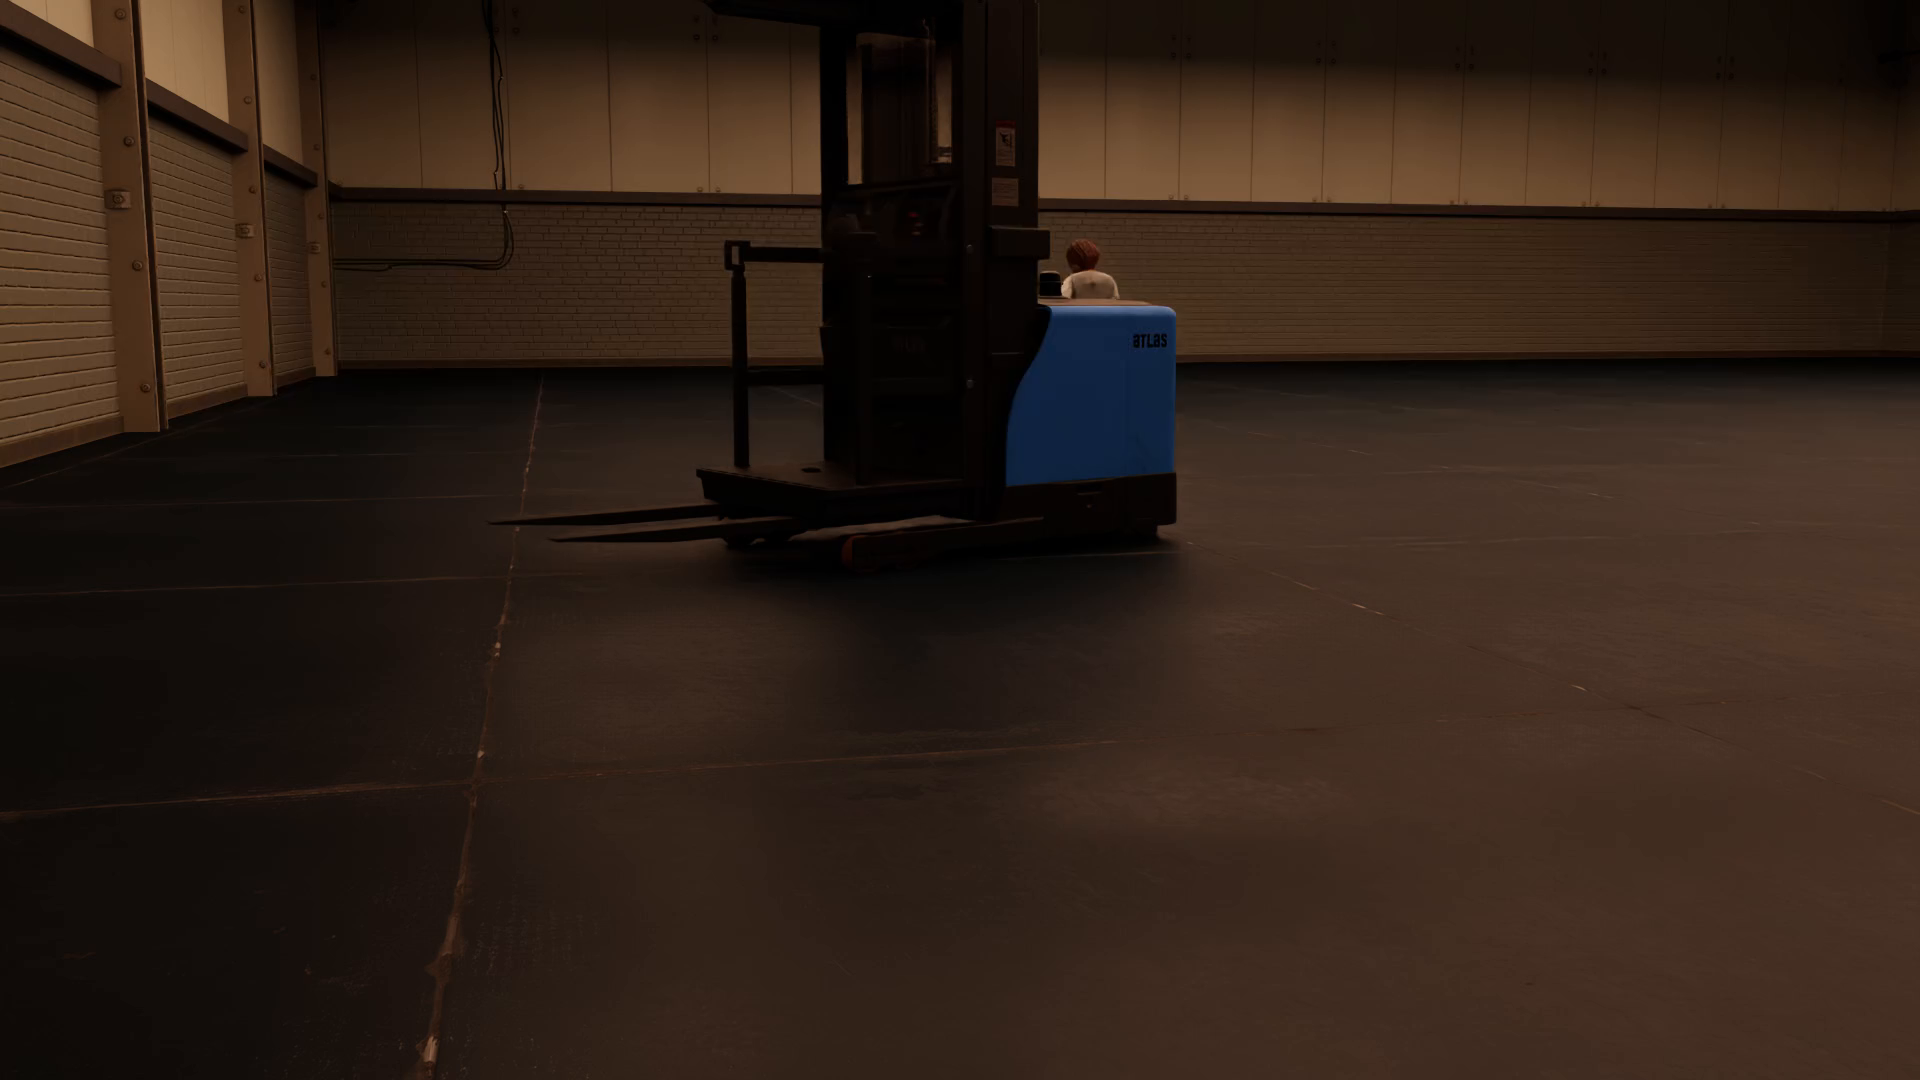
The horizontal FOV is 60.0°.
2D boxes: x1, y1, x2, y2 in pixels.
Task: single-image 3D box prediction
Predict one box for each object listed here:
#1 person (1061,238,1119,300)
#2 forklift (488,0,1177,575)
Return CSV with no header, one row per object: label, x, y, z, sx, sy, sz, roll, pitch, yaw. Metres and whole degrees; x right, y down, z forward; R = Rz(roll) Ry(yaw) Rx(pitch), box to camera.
person,0.827,-1.260,11.251,0.516,1.526,0.624,1,8,4
forklift,-0.472,-1.393,7.085,3.031,2.935,1.130,-6,10,-37
